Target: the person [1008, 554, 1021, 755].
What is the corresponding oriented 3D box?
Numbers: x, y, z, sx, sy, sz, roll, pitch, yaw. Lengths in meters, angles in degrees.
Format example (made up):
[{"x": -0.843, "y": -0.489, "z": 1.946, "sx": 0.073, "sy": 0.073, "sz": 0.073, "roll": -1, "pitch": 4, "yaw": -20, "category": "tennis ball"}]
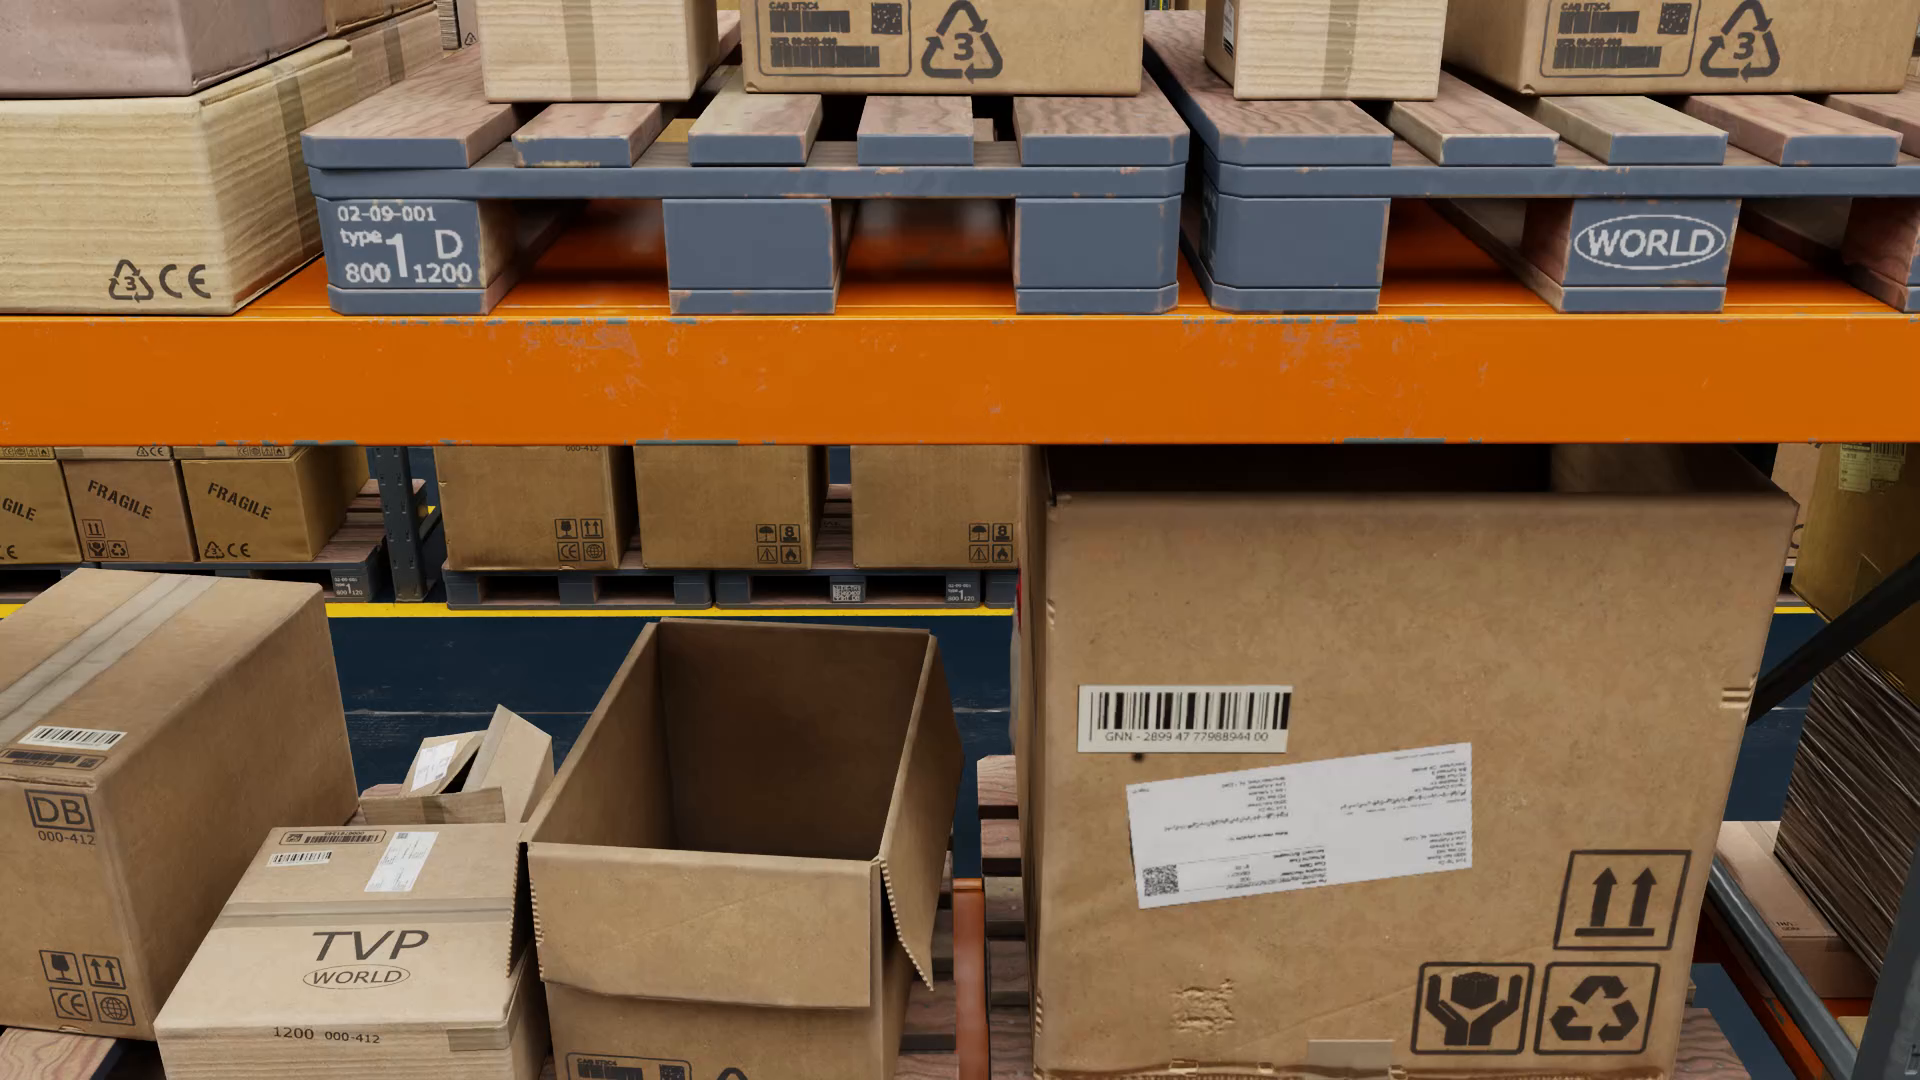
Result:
[{"x": 0.404, "y": 0.431, "z": 5.441, "sx": 0.476, "sy": 1.501, "sz": 0.779, "roll": -1, "pitch": 24, "yaw": -2, "category": "person"}]
